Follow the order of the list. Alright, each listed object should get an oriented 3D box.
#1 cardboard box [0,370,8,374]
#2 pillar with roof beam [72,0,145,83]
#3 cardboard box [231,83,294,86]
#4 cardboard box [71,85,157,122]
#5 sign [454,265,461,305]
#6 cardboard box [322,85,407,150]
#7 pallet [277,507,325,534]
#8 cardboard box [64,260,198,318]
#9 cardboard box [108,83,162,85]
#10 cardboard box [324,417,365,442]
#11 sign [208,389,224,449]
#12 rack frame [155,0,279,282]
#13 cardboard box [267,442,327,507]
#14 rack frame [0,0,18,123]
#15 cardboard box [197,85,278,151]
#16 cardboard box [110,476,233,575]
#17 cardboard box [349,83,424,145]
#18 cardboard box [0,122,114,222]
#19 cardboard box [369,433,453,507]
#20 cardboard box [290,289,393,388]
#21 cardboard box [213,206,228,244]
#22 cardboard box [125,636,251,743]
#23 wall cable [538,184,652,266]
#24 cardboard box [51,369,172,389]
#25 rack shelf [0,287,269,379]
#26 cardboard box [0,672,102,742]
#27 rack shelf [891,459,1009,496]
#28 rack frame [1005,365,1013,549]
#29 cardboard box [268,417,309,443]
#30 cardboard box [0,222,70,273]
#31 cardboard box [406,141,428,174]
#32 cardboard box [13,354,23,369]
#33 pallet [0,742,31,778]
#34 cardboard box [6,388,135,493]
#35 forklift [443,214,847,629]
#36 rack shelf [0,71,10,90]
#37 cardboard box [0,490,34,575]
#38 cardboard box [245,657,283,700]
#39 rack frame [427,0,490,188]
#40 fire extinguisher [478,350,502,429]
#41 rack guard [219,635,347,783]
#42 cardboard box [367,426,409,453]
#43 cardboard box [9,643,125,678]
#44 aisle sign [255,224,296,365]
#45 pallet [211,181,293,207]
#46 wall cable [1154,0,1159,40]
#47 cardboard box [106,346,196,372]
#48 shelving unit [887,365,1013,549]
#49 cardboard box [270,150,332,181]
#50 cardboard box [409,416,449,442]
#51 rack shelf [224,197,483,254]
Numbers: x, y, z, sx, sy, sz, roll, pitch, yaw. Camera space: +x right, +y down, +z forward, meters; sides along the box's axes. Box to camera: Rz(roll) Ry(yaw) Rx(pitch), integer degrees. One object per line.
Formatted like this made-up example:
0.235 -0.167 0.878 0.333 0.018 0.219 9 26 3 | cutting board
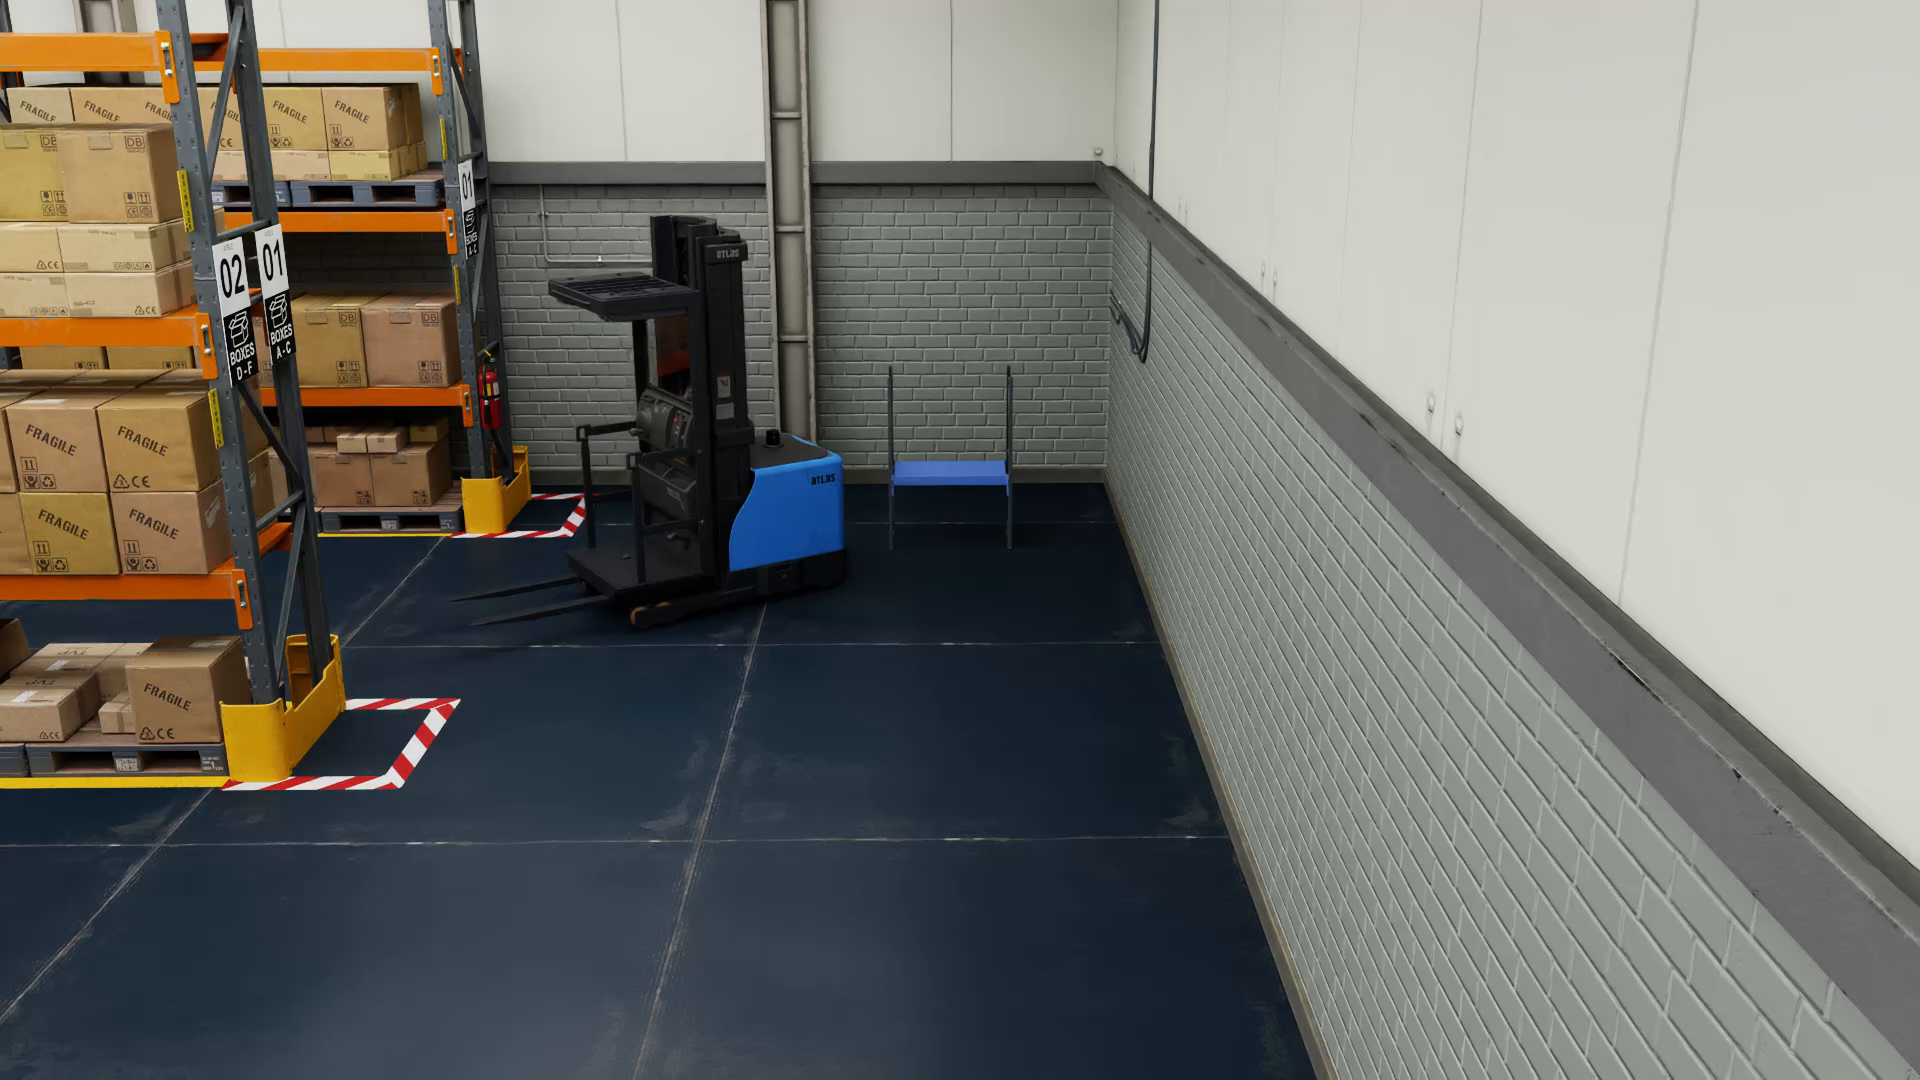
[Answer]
-6.148 -0.743 10.152 0.500 0.500 0.500 0 18 -1 | cardboard box
-7.497 -3.452 10.578 0.400 9.000 9.100 0 18 -1 | pillar with roof beam
-6.018 -3.691 14.399 0.500 0.500 0.500 0 18 -1 | cardboard box
-7.020 -3.527 13.887 0.500 0.500 0.500 -1 18 -2 | cardboard box
-4.257 -2.161 14.089 0.005 0.325 0.100 0 18 -1 | sign
-4.979 -3.537 13.919 0.500 0.500 0.500 0 18 -1 | cardboard box
-6.267 -0.302 15.143 1.213 0.211 1.003 0 18 -1 | pallet
-4.679 -1.423 9.408 0.500 0.250 0.500 0 18 -1 | cardboard box
-7.040 -3.682 14.370 0.500 0.500 0.500 -1 18 -3 | cardboard box
-5.585 -1.005 15.112 0.250 0.149 0.380 0 18 0 | cardboard box
-4.181 -0.682 9.349 0.005 0.325 0.100 0 18 -1 | sign
-4.170 -3.006 9.186 0.127 3.000 1.000 0 18 -1 | rack frame
-5.953 -0.633 15.015 0.500 0.500 0.700 -1 18 -3 | cardboard box
-8.251 -4.500 13.842 0.127 3.000 1.000 0 18 -1 | rack frame
-6.001 -3.533 13.906 0.500 0.500 0.500 -1 18 -3 | cardboard box
-4.613 -0.112 9.821 0.500 0.500 0.500 0 18 1 | cardboard box
-4.985 -3.694 14.408 0.500 0.500 0.500 -1 18 -3 | cardboard box
-5.184 -2.117 9.526 0.500 0.500 0.700 0 18 -1 | cardboard box
-4.950 -0.638 15.031 0.500 0.500 0.700 0 18 -1 | cardboard box
-5.489 -1.793 14.734 0.700 0.700 0.980 0 18 -1 | cardboard box
-4.687 -1.821 9.831 0.500 0.250 0.500 0 18 -1 | cardboard box
-4.709 0.909 10.174 0.500 0.500 0.500 0 18 -1 | cardboard box
-2.986 -2.441 15.583 1.851 1.984 0.084 0 18 -1 | wall cable
-5.140 -0.747 10.164 0.500 0.500 0.500 0 18 0 | cardboard box
-6.169 -1.225 9.724 4.000 0.370 1.077 0 18 -1 | rack shelf
-5.660 1.024 10.227 0.500 0.250 0.500 0 18 -1 | cardboard box
-0.085 -0.542 14.372 1.000 0.185 0.538 0 18 -1 | rack shelf
0.423 -0.716 14.325 0.032 1.500 0.500 0 18 -1 | rack frame
-6.096 -1.002 15.103 0.250 0.149 0.380 0 18 0 | cardboard box
-5.179 -1.661 9.332 0.500 0.250 0.500 0 18 -1 | cardboard box
-4.985 -3.338 14.527 0.500 0.250 0.500 1 18 2 | cardboard box
-8.589 -1.592 14.978 0.250 0.149 0.380 -1 18 -3 | cardboard box
-6.260 1.188 10.499 1.213 0.211 1.003 0 18 -1 | pallet
-5.115 -0.584 9.657 0.500 0.500 0.500 0 18 1 | cardboard box
-2.423 -0.911 12.588 3.031 2.935 1.130 -11 21 -32 | forklift
-10.251 -3.957 13.983 4.000 0.370 1.077 0 18 -1 | rack shelf
-5.631 -0.107 9.808 0.500 0.500 0.500 0 18 0 | cardboard box
-4.594 0.896 10.792 0.250 0.149 0.380 0 18 -1 | cardboard box
-4.252 -4.519 13.902 0.127 3.000 1.000 0 18 -1 | rack frame
-4.093 -1.308 14.450 0.183 0.674 0.296 0 18 -1 | fire extinguisher
-4.246 1.041 10.483 0.348 0.500 1.175 0 18 -1 | rack guard
-5.075 -0.891 14.756 0.250 0.149 0.380 0 18 -2 | cardboard box
-5.718 0.871 10.702 0.500 0.250 0.500 0 18 -1 | cardboard box
-4.106 -1.477 9.986 0.004 0.787 0.394 0 18 -1 | aisle sign
-6.216 -3.035 14.332 1.213 0.211 1.003 0 18 -1 | pallet
1.452 -4.537 10.774 0.112 2.526 3.097 0 18 -1 | wall cable
-6.978 -1.785 14.711 0.700 0.700 0.980 -1 18 -2 | cardboard box
-0.085 -0.714 14.317 1.048 1.500 0.538 0 18 -1 | shelving unit
-5.500 -3.179 14.031 0.500 0.250 0.500 -1 18 -3 | cardboard box
-4.828 -1.009 15.124 0.250 0.149 0.380 0 18 0 | cardboard box
-6.251 -2.738 14.440 4.000 0.370 1.077 0 18 -1 | rack shelf
